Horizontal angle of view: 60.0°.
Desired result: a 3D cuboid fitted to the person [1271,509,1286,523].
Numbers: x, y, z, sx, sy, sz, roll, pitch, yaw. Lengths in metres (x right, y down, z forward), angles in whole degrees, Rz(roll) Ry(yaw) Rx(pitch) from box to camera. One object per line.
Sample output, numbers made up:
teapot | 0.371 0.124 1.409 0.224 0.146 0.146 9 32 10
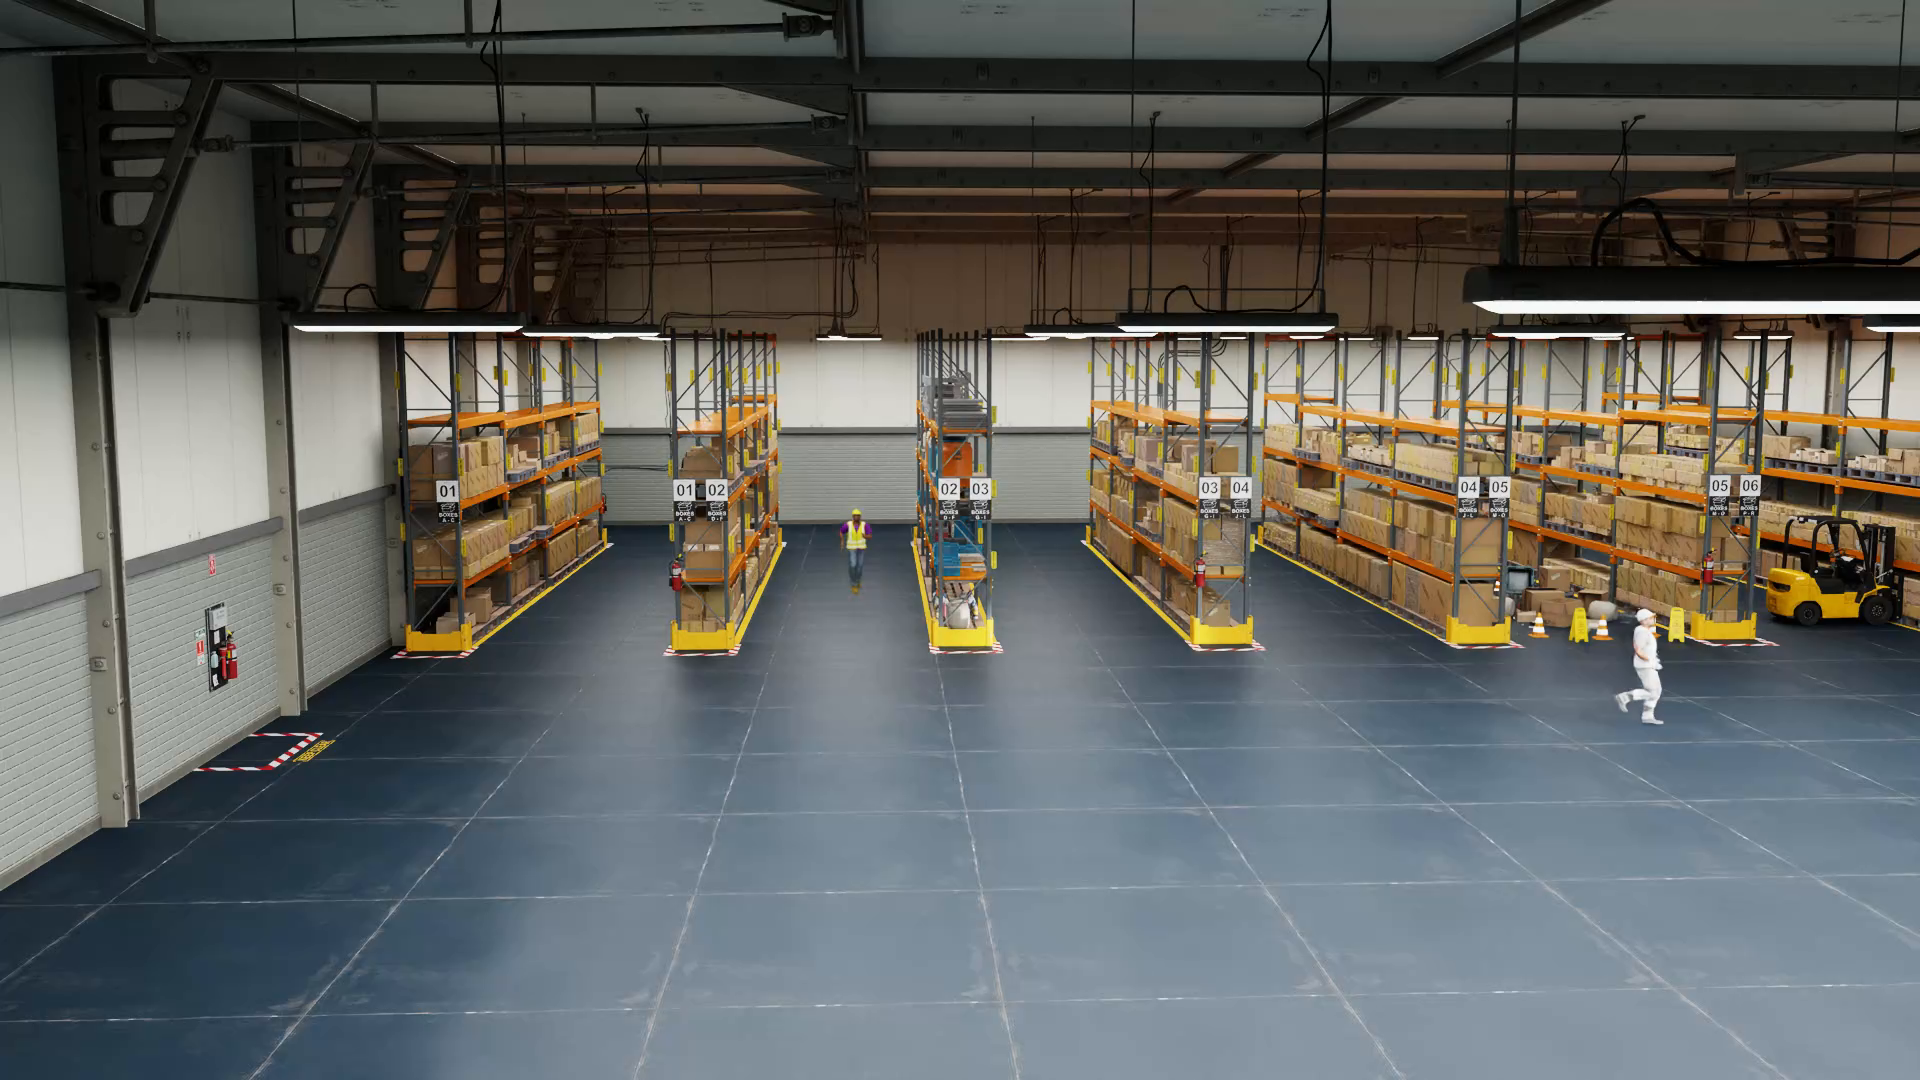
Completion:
person | 9.446 -0.935 49.073 0.798 1.819 0.666 -1 7 -7

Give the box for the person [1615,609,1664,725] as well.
person | 10.291 1.907 25.122 0.704 1.749 0.656 3 7 22

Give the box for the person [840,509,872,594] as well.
person | -2.268 0.228 36.581 0.682 1.820 0.819 -2 7 -13

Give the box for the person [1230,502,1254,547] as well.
person | 7.631 -0.484 45.177 0.719 1.759 1.001 0 7 -2
